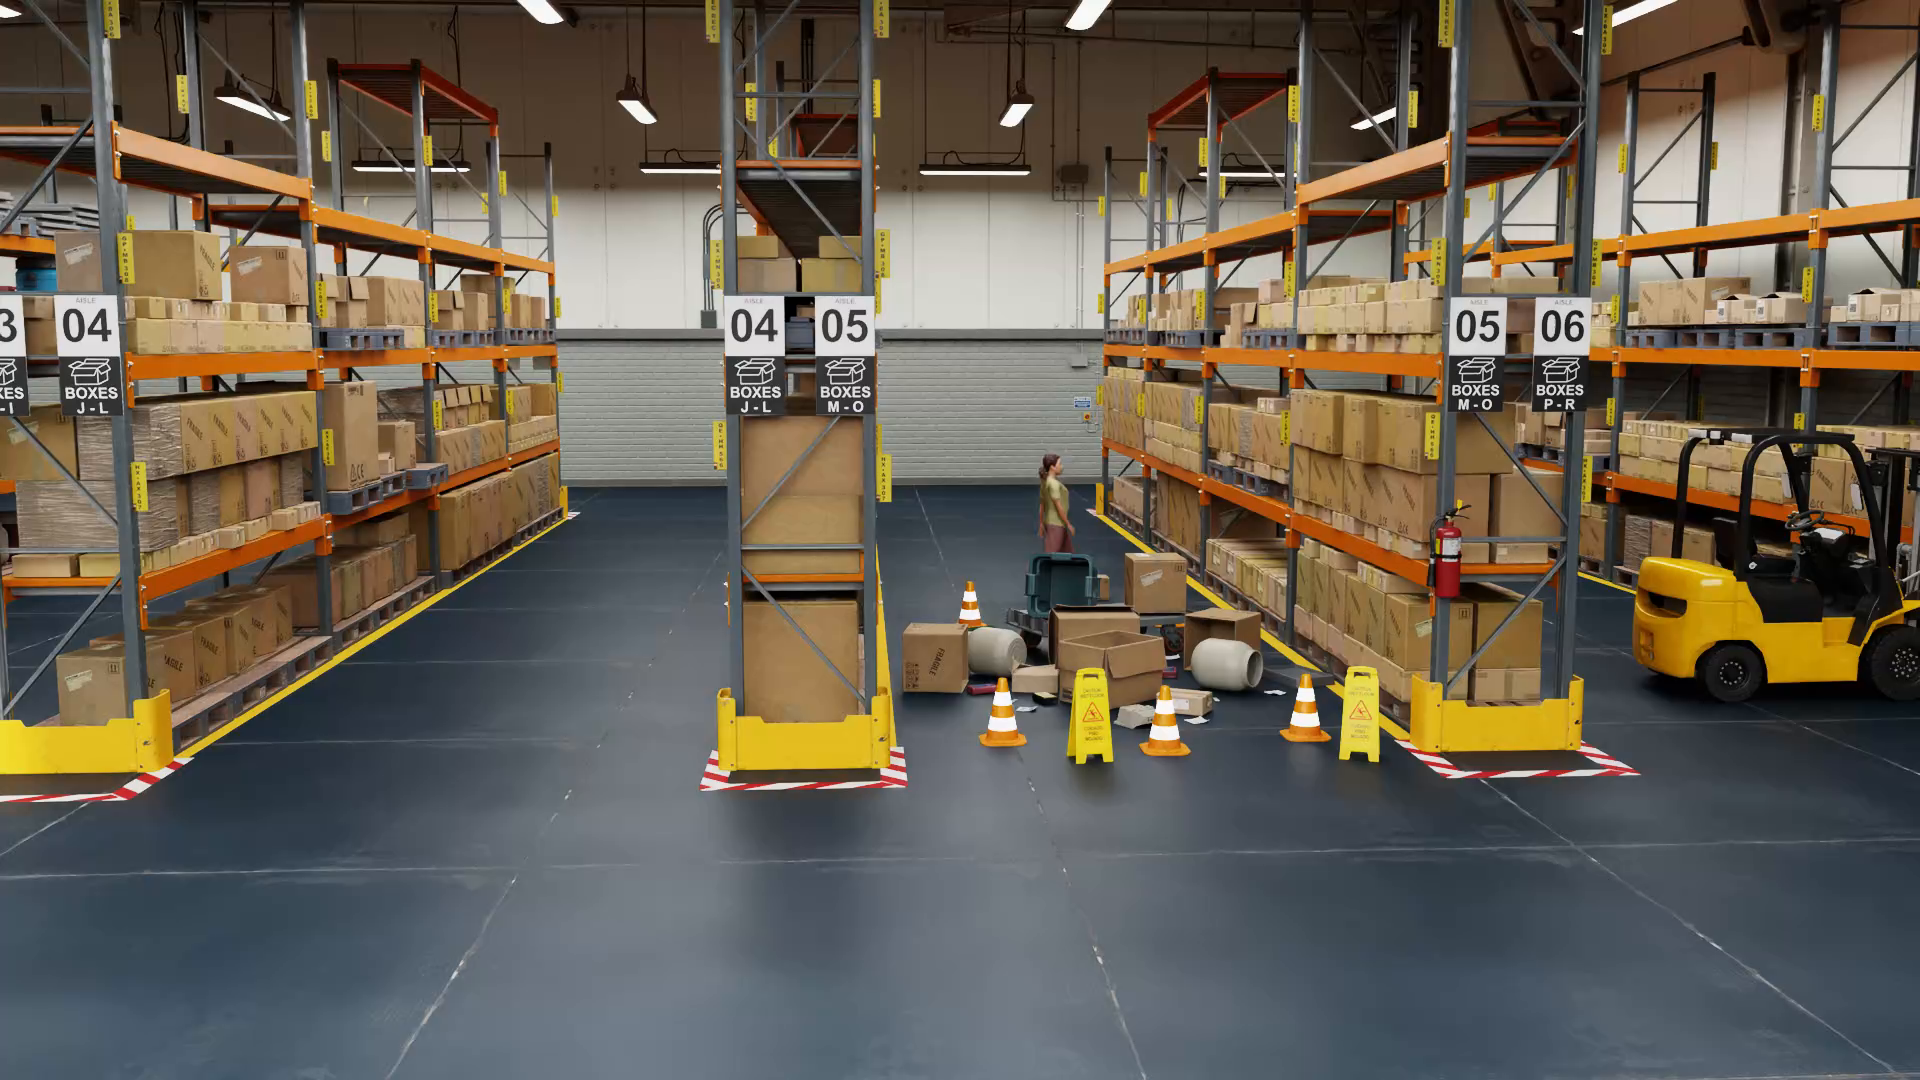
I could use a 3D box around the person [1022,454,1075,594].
[{"bbox_3d":[1.143,-0.160,18.662,0.954,1.625,0.464,-1,7,-11],"label":"person"}]
